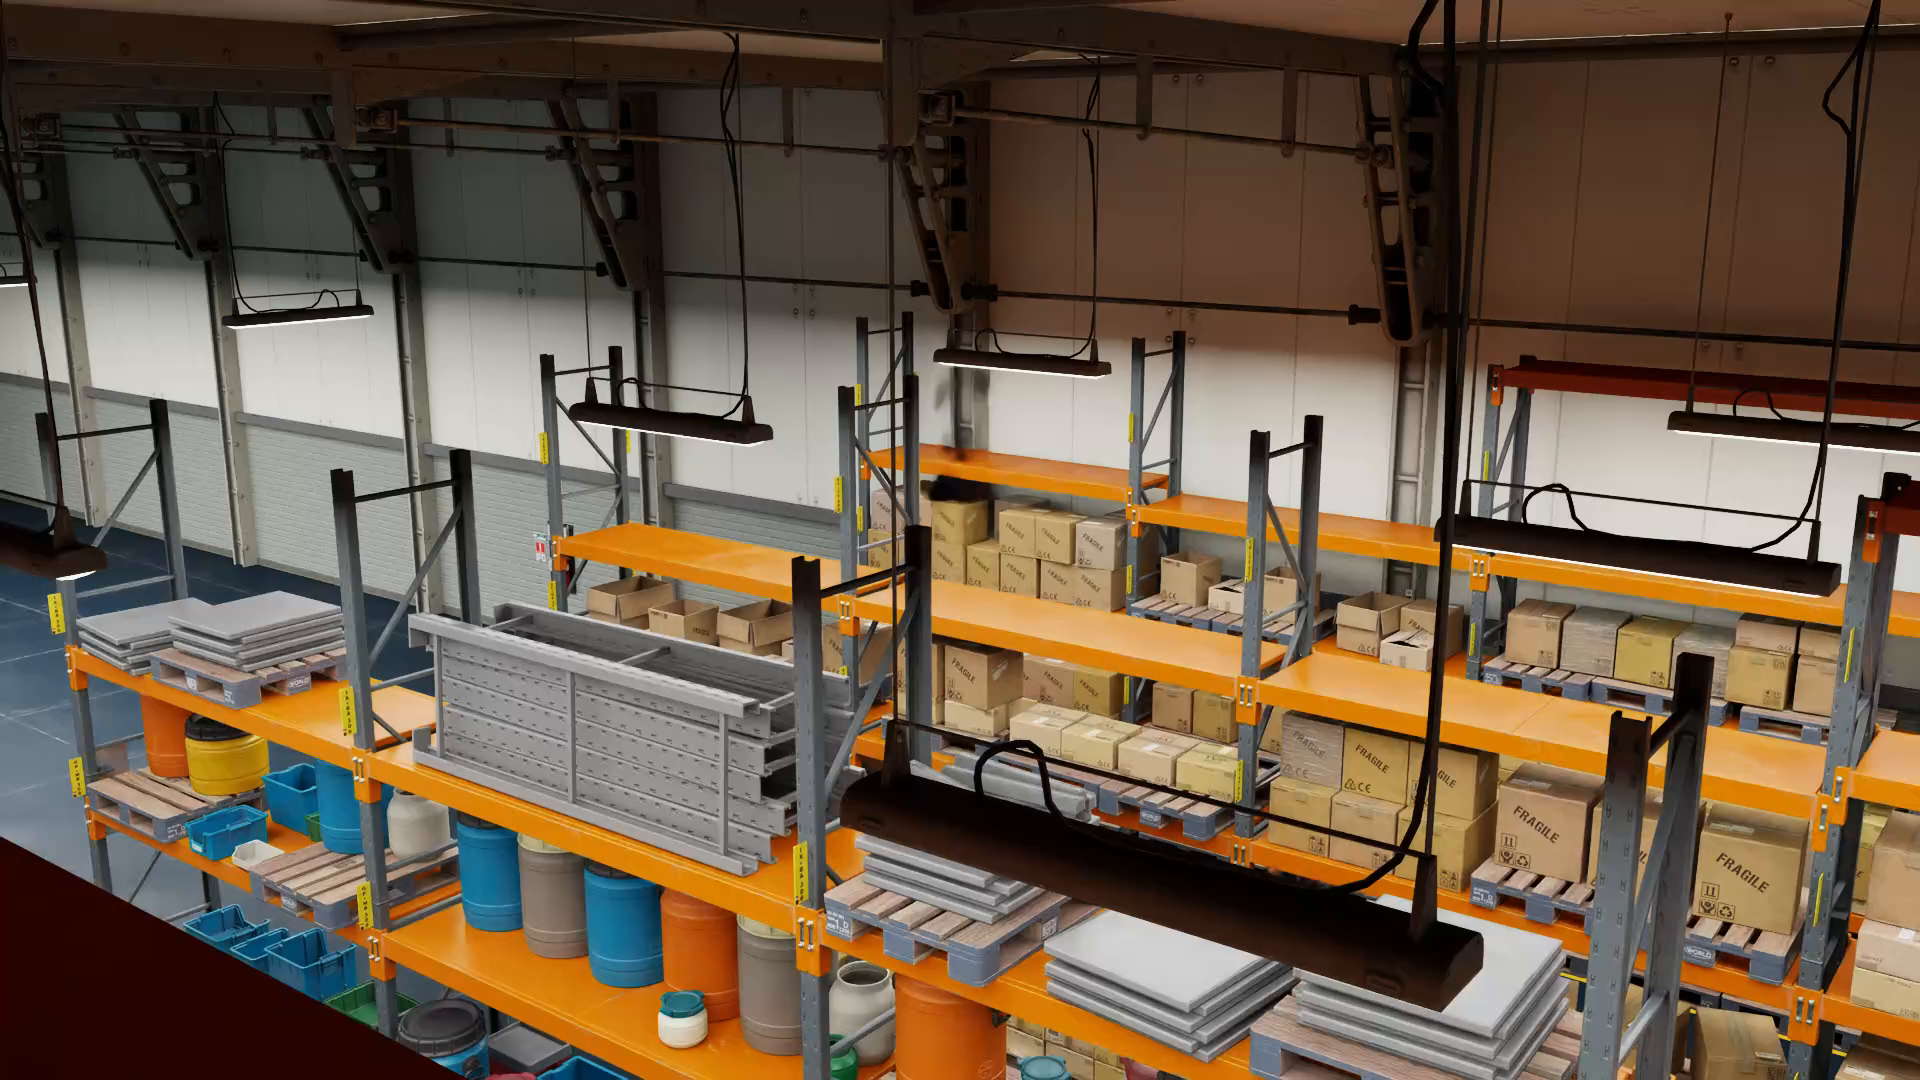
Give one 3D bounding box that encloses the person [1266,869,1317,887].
[{"bbox_3d":[3.308,3.533,16.182,0.918,1.764,0.712,5,14,22],"label":"person"}]
